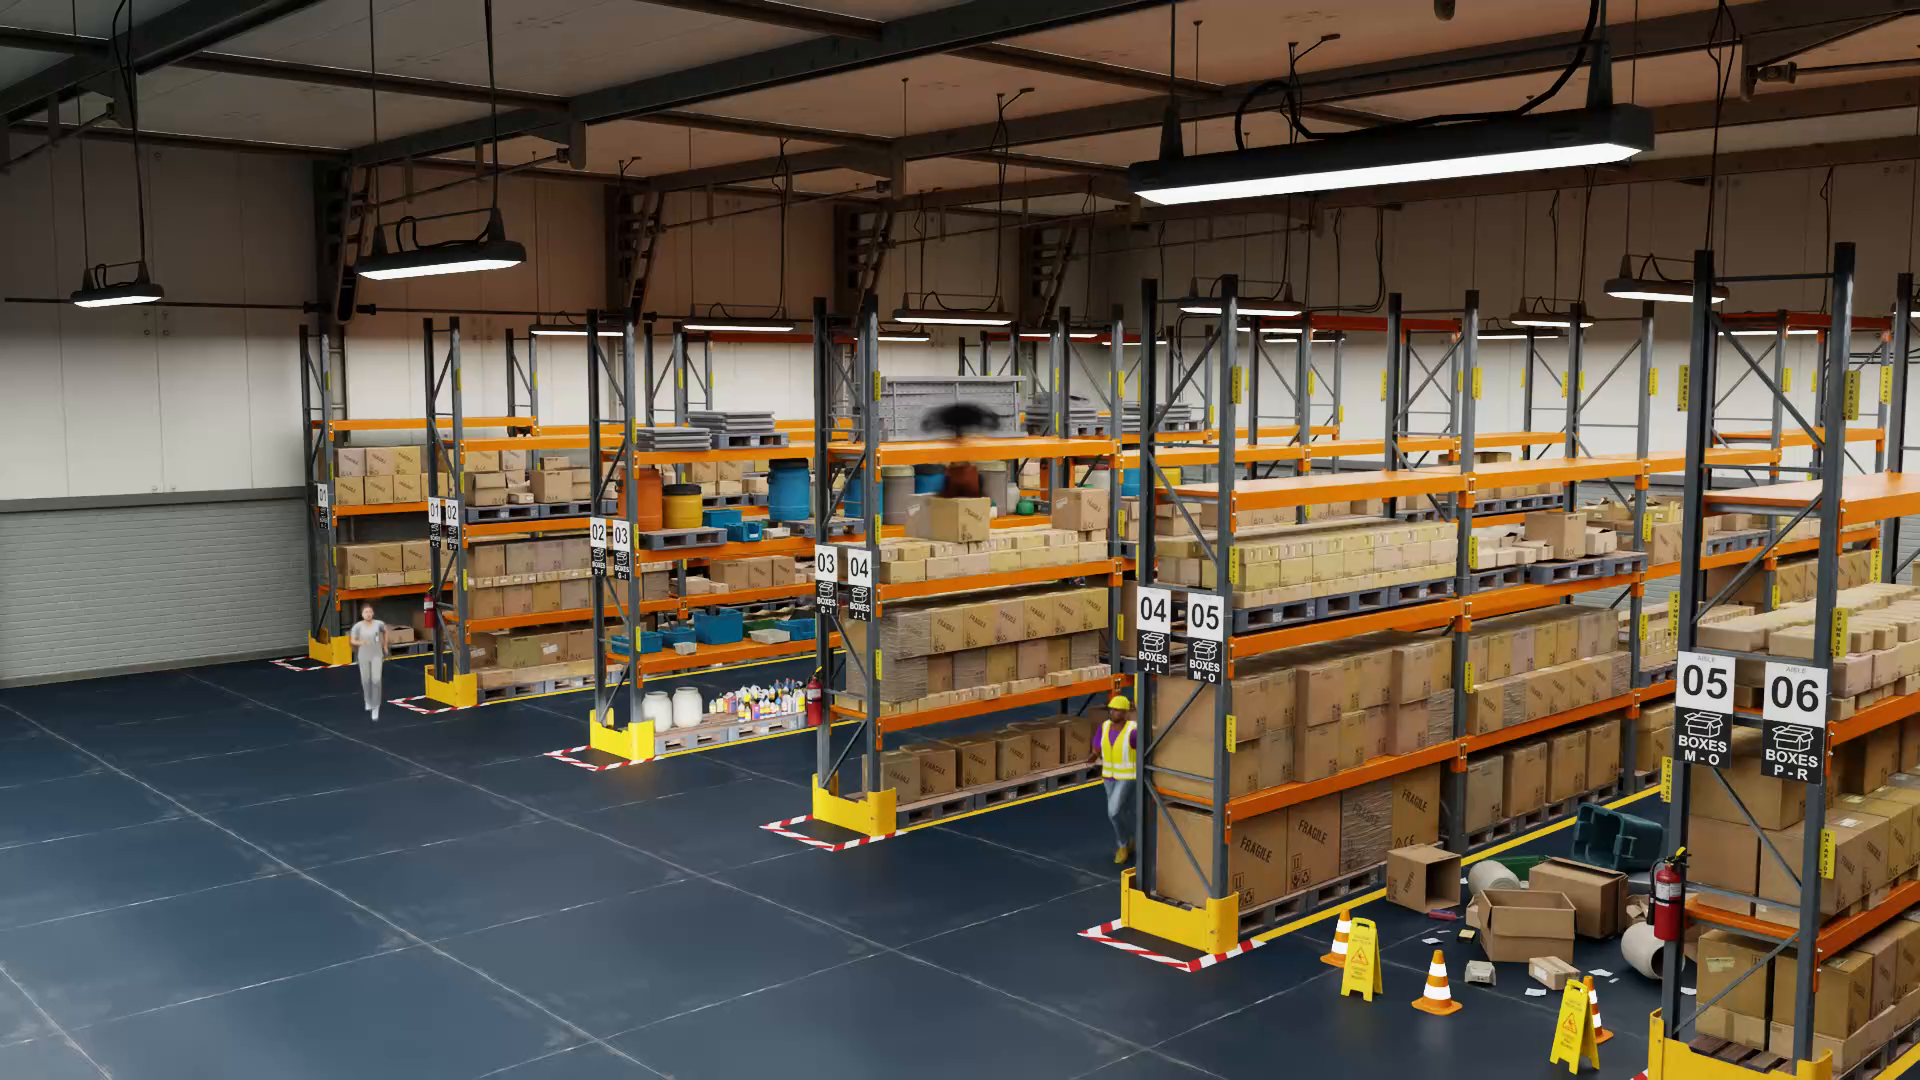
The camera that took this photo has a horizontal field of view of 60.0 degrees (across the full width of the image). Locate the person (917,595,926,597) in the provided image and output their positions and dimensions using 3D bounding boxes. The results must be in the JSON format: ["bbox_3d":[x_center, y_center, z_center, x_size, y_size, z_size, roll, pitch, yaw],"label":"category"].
[{"bbox_3d":[-0.725,1.300,29.979,0.589,1.718,0.685,4,7,32],"label":"person"}]

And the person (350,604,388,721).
[{"bbox_3d":[-8.865,1.803,24.982,0.523,1.717,0.854,-2,6,-17],"label":"person"}]

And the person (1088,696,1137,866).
[{"bbox_3d":[1.683,2.525,17.527,0.683,1.787,0.800,5,8,42],"label":"person"}]

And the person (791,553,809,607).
[{"bbox_3d":[-3.220,1.000,33.818,0.545,1.495,0.834,4,7,33],"label":"person"}]
